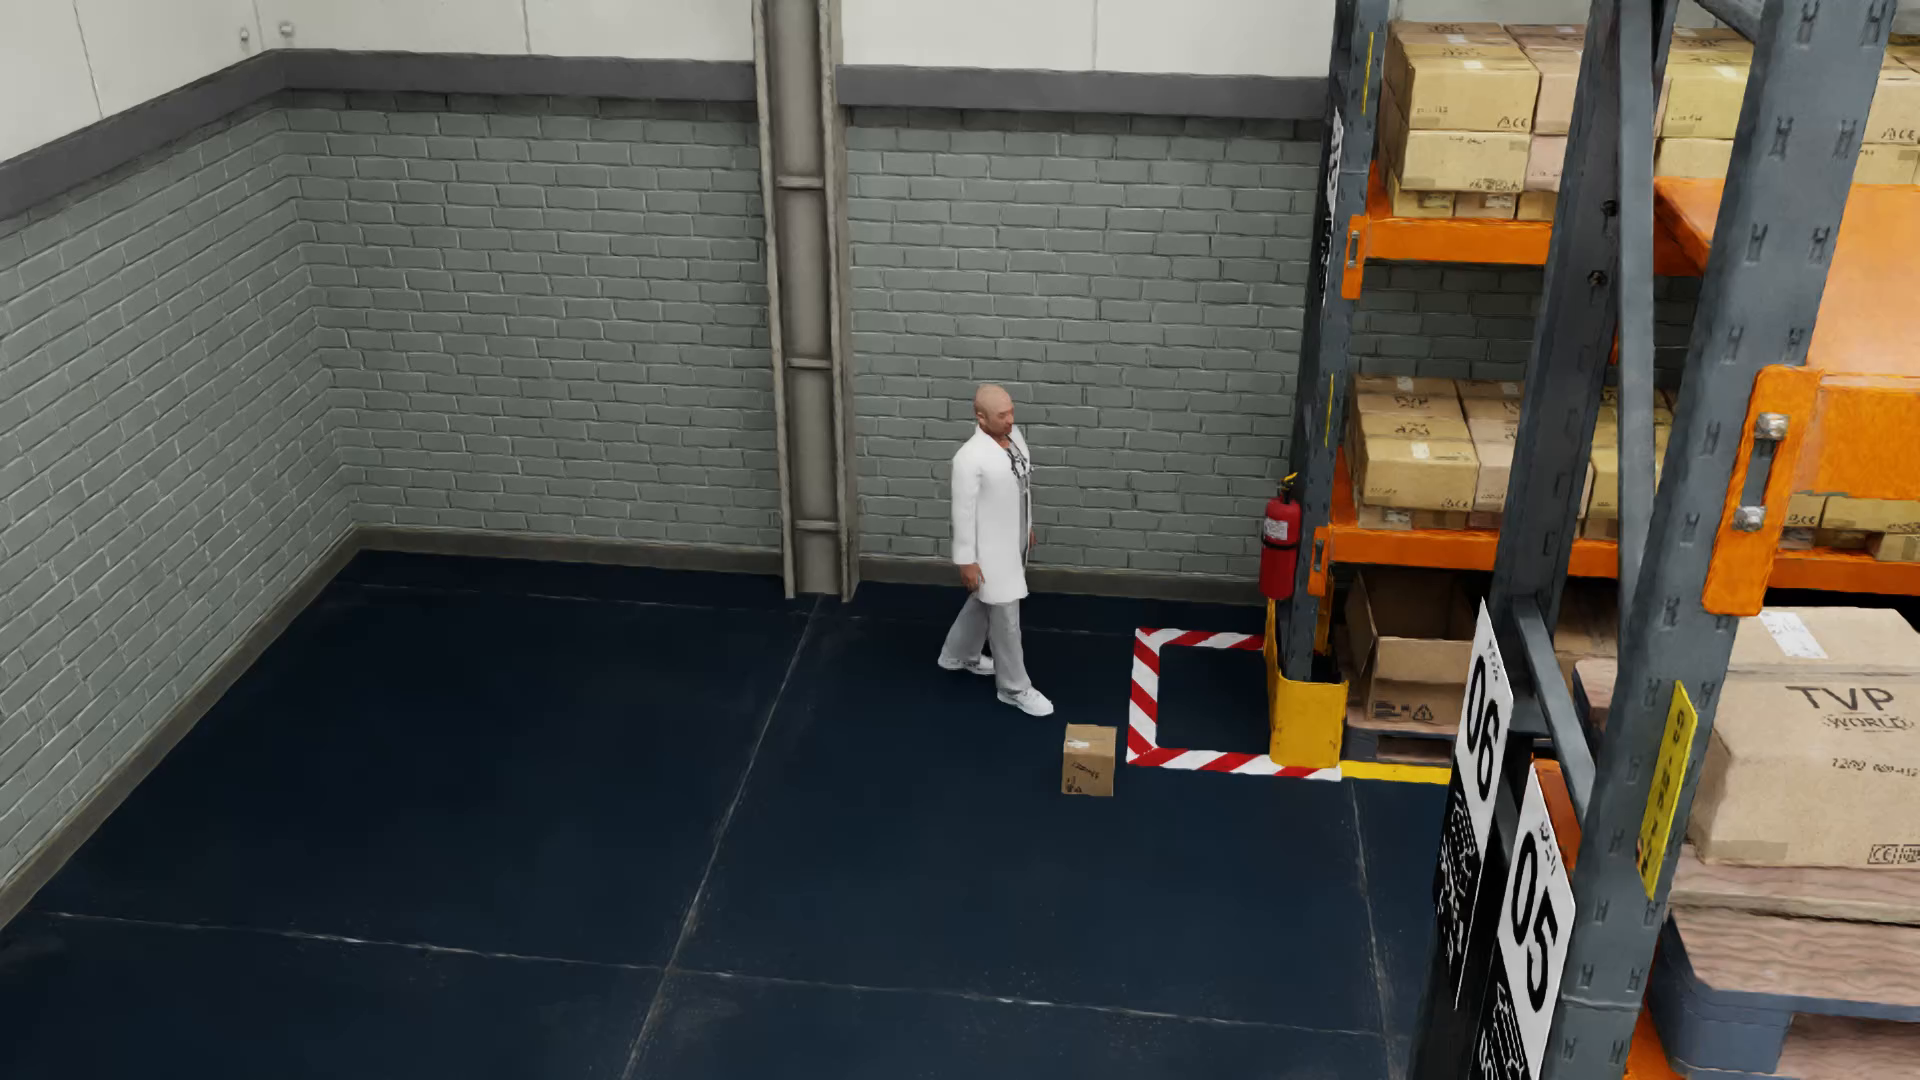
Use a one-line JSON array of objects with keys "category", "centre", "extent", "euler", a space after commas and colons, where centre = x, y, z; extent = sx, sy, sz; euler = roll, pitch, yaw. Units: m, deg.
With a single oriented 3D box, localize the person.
[{"category": "person", "centre": [0.210, 0.021, 8.580], "extent": [0.751, 1.775, 0.605], "euler": [12, 30, 22]}]
